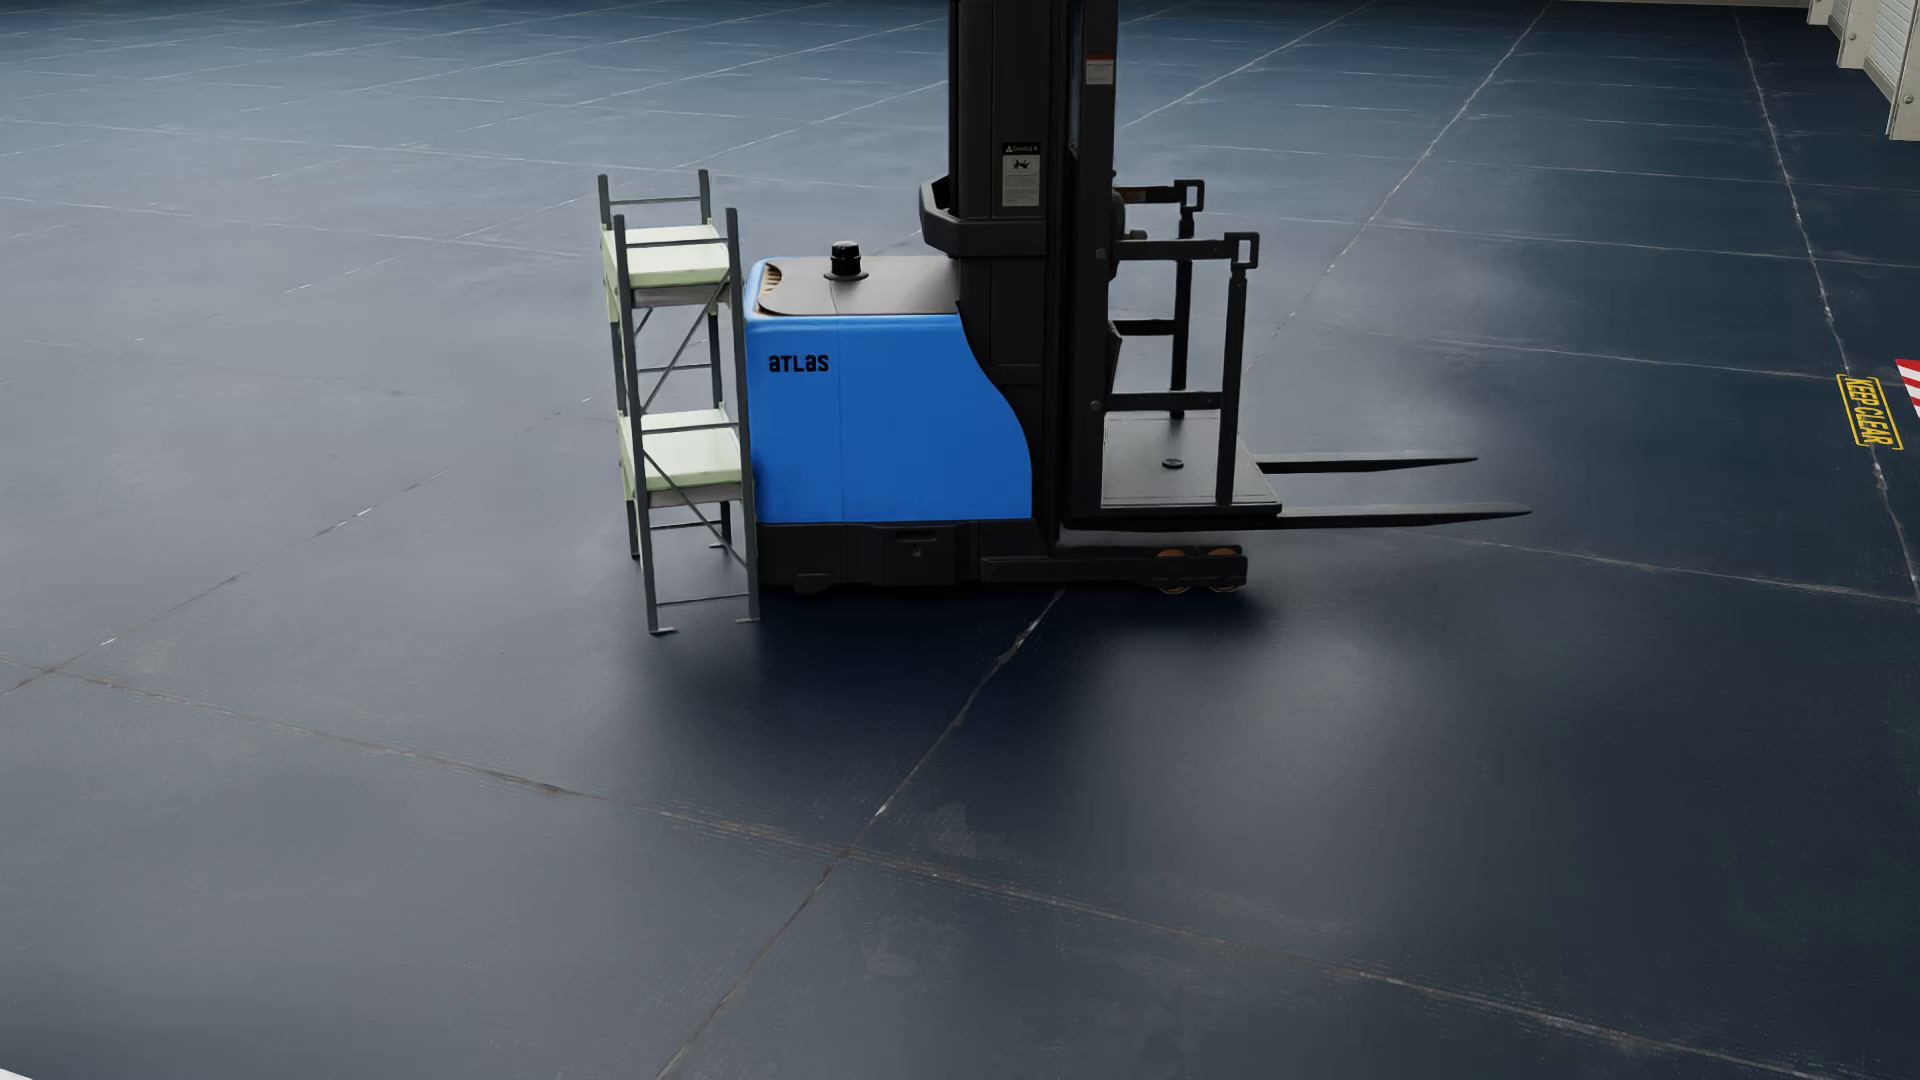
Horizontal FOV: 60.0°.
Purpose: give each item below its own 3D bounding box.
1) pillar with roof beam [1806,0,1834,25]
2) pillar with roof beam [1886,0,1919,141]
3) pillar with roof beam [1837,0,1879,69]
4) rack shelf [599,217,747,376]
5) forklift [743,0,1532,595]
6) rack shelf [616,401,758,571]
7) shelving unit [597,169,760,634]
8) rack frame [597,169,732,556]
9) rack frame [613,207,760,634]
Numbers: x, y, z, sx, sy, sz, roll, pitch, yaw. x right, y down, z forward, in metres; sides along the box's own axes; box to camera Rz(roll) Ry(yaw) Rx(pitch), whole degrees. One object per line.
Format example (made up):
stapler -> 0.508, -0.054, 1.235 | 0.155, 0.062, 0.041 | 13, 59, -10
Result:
pillar with roof beam -> 9.594, -12.952, 26.083 | 9.100, 9.000, 0.400 | 9, 24, 20
pillar with roof beam -> 5.137, -8.658, 15.802 | 9.100, 9.000, 0.400 | 9, 24, 20
pillar with roof beam -> 7.366, -10.805, 20.943 | 9.100, 9.000, 0.400 | 9, 24, 20
rack shelf -> -1.023, -0.876, 5.885 | 0.431, 0.370, 0.720 | -6, 23, -14
forklift -> 0.686, -1.351, 6.182 | 3.031, 2.935, 1.130 | -1, 23, -3
rack shelf -> -1.019, -0.215, 6.162 | 0.431, 0.370, 0.720 | -6, 23, -14
shelving unit -> -1.021, -0.516, 6.036 | 0.431, 1.500, 0.755 | -6, 23, -14
rack frame -> -1.117, -0.652, 6.362 | 0.400, 1.500, 0.023 | -6, 23, -14
rack frame -> -0.925, -0.380, 5.710 | 0.400, 1.500, 0.023 | -6, 23, -14
